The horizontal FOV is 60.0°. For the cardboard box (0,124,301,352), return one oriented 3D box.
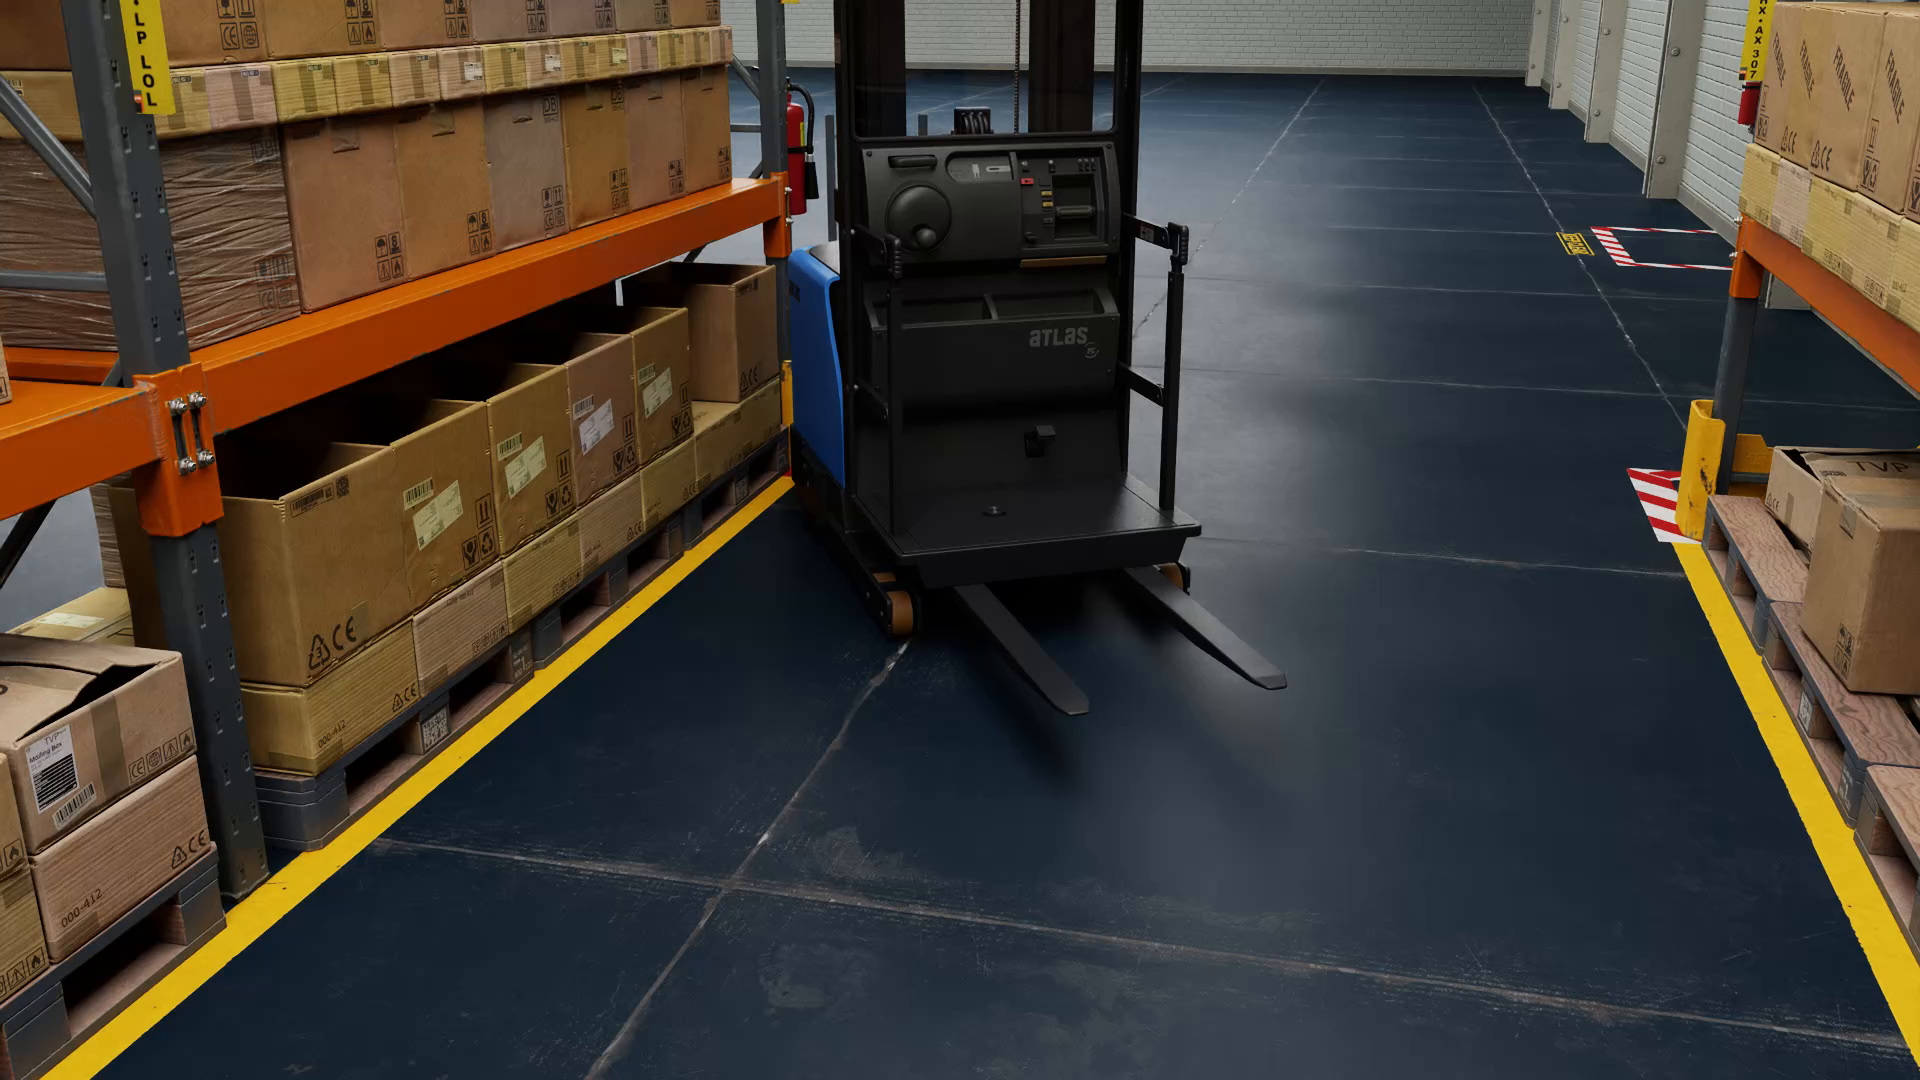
[{"bbox_3d":[-2.135,-0.775,4.160,0.700,0.500,0.500,4,19,12],"label":"cardboard box"}]

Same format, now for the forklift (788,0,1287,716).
[{"bbox_3d":[0.181,-1.194,5.648,1.130,2.935,3.031,-6,20,-16],"label":"forklift"}]

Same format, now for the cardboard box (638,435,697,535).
[{"bbox_3d":[-1.335,-0.233,6.333,0.500,0.250,0.500,5,19,13],"label":"cardboard box"}]

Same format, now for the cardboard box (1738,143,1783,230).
[{"bbox_3d":[3.118,-1.262,5.943,0.500,0.250,0.500,4,19,12],"label":"cardboard box"}]

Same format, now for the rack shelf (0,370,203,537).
[{"bbox_3d":[-2.726,0.380,2.048,1.077,0.370,4.000,5,19,13],"label":"rack shelf"}]

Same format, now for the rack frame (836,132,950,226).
[{"bbox_3d":[-0.285,-1.051,7.445,0.500,1.500,0.032,-2,19,-7],"label":"rack frame"}]

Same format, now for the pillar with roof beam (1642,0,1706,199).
[{"bbox_3d":[2.970,-8.104,16.491,9.100,9.000,0.400,5,19,13],"label":"pillar with roof beam"}]

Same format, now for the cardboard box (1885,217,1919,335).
[{"bbox_3d":[2.627,-0.623,4.072,0.500,0.250,0.500,5,19,13],"label":"cardboard box"}]

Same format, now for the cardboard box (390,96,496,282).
[{"bbox_3d":[-1.886,-1.097,5.105,0.700,0.500,0.500,5,19,14],"label":"cardboard box"}]

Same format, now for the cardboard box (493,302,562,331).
[{"bbox_3d":[-1.836,-0.629,6.332,0.500,0.500,0.500,5,19,13],"label":"cardboard box"}]

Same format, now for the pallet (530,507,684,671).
[{"bbox_3d":[-1.706,0.102,6.061,1.003,0.211,1.213,5,19,13],"label":"pallet"}]

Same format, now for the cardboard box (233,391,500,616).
[{"bbox_3d":[-1.706,-0.118,4.836,0.500,0.500,0.500,5,19,13],"label":"cardboard box"}]

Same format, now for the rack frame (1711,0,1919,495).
[{"bbox_3d":[3.545,-1.451,6.296,1.000,3.000,0.127,5,19,13],"label":"rack frame"}]

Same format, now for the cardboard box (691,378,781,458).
[{"bbox_3d":[-1.104,-0.547,7.254,0.500,0.250,0.500,5,19,13],"label":"cardboard box"}]

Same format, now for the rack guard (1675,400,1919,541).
[{"bbox_3d":[3.526,-0.245,6.630,1.175,0.500,0.348,5,19,13],"label":"rack guard"}]

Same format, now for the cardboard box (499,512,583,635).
[{"bbox_3d":[-1.575,0.081,5.415,0.500,0.250,0.500,5,19,13],"label":"cardboard box"}]

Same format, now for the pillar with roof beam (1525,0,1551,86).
[{"bbox_3d":[7.368,-13.746,33.009,9.100,9.000,0.400,5,19,13],"label":"pillar with roof beam"}]

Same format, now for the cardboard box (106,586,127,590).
[{"bbox_3d":[-2.204,0.196,5.076,0.500,0.250,0.500,5,19,13],"label":"cardboard box"}]

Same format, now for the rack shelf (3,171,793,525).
[{"bbox_3d":[-1.748,-0.874,5.719,1.077,0.370,4.000,5,19,13],"label":"rack shelf"}]

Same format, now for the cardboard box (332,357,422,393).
[{"bbox_3d":[-2.084,-0.315,5.415,0.500,0.500,0.500,5,19,13],"label":"cardboard box"}]

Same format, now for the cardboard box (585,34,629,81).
[{"bbox_3d":[-1.421,-1.738,5.976,0.380,0.149,0.250,5,20,15],"label":"cardboard box"}]

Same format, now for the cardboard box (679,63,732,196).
[{"bbox_3d":[-1.386,-1.743,6.996,0.700,0.500,0.500,5,19,13],"label":"cardboard box"}]

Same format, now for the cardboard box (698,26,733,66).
[{"bbox_3d":[-1.168,-2.061,6.922,0.380,0.149,0.250,4,19,12],"label":"cardboard box"}]

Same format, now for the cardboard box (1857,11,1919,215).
[{"bbox_3d":[2.759,-1.140,4.427,0.500,0.500,0.500,5,20,15],"label":"cardboard box"}]

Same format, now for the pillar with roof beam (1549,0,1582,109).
[{"bbox_3d":[5.902,-11.865,27.503,9.100,9.000,0.400,5,19,13],"label":"pillar with roof beam"}]

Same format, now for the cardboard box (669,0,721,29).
[{"bbox_3d":[-1.399,-2.341,6.738,0.700,0.500,0.500,5,19,14],"label":"cardboard box"}]

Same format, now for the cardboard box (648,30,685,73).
[{"bbox_3d":[-1.293,-1.899,6.447,0.380,0.149,0.250,4,19,13],"label":"cardboard box"}]

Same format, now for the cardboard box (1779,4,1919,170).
[{"bbox_3d":[3.006,-1.465,5.376,0.500,0.500,0.500,5,19,14],"label":"cardboard box"}]

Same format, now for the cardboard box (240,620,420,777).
[{"bbox_3d":[-1.830,0.393,4.499,0.500,0.250,0.500,5,19,13],"label":"cardboard box"}]

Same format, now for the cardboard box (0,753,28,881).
[{"bbox_3d":[-2.179,0.563,3.136,0.500,0.311,0.500,5,20,15],"label":"cardboard box"}]

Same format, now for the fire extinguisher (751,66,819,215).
[{"bbox_3d":[-0.780,-1.805,7.451,0.296,0.674,0.183,5,19,13],"label":"fire extinguisher"}]

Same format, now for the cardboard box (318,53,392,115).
[{"bbox_3d":[-1.798,-1.253,4.557,0.380,0.149,0.250,4,19,13],"label":"cardboard box"}]

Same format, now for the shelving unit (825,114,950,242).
[{"bbox_3d":[-0.347,-1.211,7.914,0.587,1.500,1.083,-2,19,-7],"label":"shelving unit"}]

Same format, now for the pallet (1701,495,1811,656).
[{"bbox_3d":[3.293,0.144,5.940,1.003,0.211,1.213,5,19,13],"label":"pallet"}]

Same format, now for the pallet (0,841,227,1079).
[{"bbox_3d":[-2.379,0.966,3.533,1.003,0.211,1.213,5,19,13],"label":"pallet"}]

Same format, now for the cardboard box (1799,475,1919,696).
[{"bbox_3d":[2.921,0.138,4.830,0.700,0.500,0.500,3,19,10],"label":"cardboard box"}]

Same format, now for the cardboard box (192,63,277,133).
[{"bbox_3d":[-1.922,-1.090,4.078,0.380,0.149,0.250,5,19,14],"label":"cardboard box"}]

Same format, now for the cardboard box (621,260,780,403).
[{"bbox_3d":[-1.102,-0.902,7.132,0.500,0.500,0.500,5,19,13],"label":"cardboard box"}]

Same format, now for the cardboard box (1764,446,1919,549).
[{"bbox_3d":[3.288,-0.177,6.045,0.500,0.311,0.500,2,19,7],"label":"cardboard box"}]

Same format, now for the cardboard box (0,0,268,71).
[{"bbox_3d":[-2.135,-1.388,3.950,0.700,0.500,0.500,5,19,14],"label":"cardboard box"}]

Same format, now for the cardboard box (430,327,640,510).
[{"bbox_3d":[-1.456,-0.431,5.753,0.500,0.500,0.500,5,19,13],"label":"cardboard box"}]

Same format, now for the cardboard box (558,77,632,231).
[{"bbox_3d":[-1.637,-1.423,6.059,0.700,0.500,0.500,5,19,14],"label":"cardboard box"}]

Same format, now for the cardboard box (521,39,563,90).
[{"bbox_3d":[-1.545,-1.574,5.498,0.380,0.149,0.250,4,19,13],"label":"cardboard box"}]

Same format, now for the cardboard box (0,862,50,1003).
[{"bbox_3d":[-2.183,0.826,3.233,0.500,0.250,0.500,4,19,13],"label":"cardboard box"}]

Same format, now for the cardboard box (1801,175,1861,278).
[{"bbox_3d":[2.874,-0.939,4.997,0.500,0.250,0.500,4,19,13],"label":"cardboard box"}]

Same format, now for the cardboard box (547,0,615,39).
[{"bbox_3d":[-1.645,-2.017,5.791,0.700,0.500,0.500,5,19,14],"label":"cardboard box"}]

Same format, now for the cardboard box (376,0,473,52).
[{"bbox_3d":[-1.890,-1.704,4.873,0.700,0.500,0.500,5,19,13],"label":"cardboard box"}]

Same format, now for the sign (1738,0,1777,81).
[{"bbox_3d":[3.019,-1.904,6.281,0.100,0.325,0.005,5,19,13],"label":"sign"}]

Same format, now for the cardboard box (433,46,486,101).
[{"bbox_3d":[-1.673,-1.415,5.032,0.380,0.149,0.250,4,19,12],"label":"cardboard box"}]
